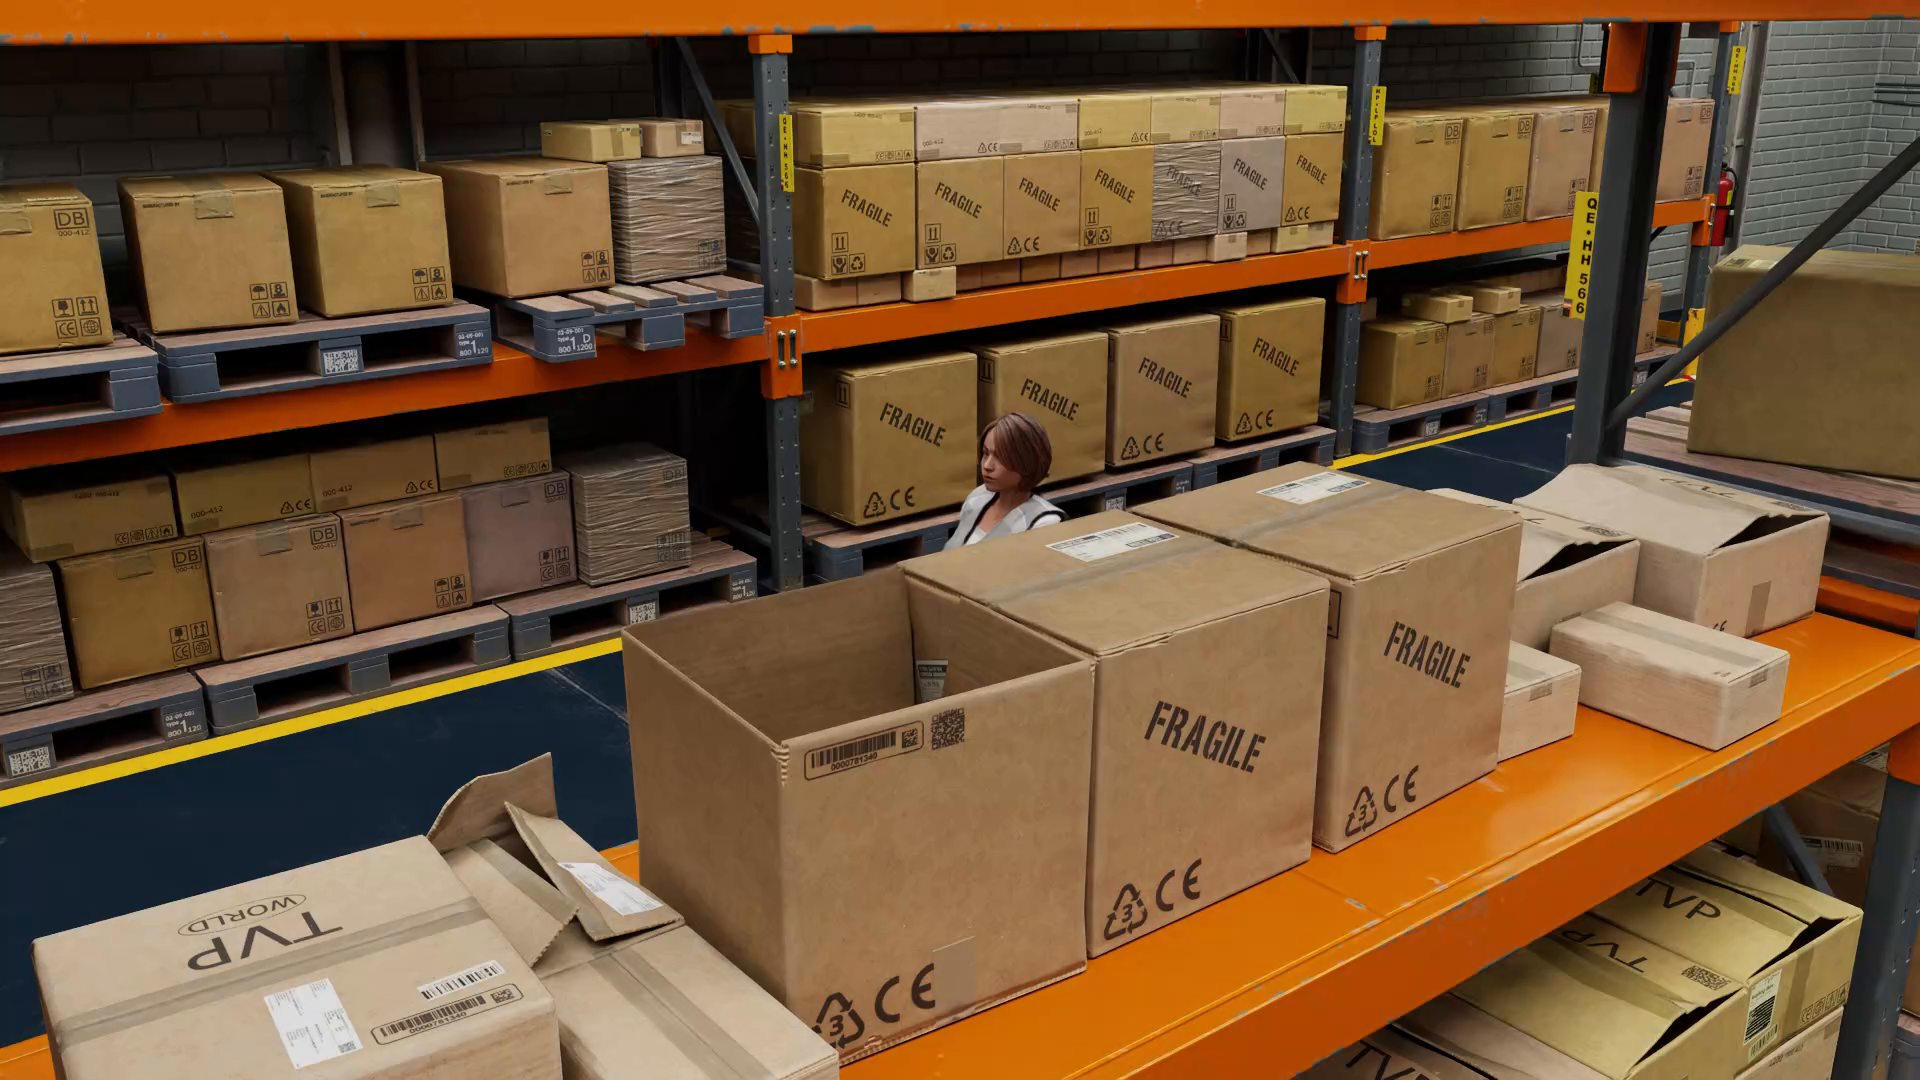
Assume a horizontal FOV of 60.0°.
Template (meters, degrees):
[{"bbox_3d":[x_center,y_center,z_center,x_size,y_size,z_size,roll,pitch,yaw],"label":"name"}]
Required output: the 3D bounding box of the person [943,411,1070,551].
[{"bbox_3d":[0.037,0.425,4.776,0.492,1.588,0.404,-13,22,-35],"label":"person"}]
